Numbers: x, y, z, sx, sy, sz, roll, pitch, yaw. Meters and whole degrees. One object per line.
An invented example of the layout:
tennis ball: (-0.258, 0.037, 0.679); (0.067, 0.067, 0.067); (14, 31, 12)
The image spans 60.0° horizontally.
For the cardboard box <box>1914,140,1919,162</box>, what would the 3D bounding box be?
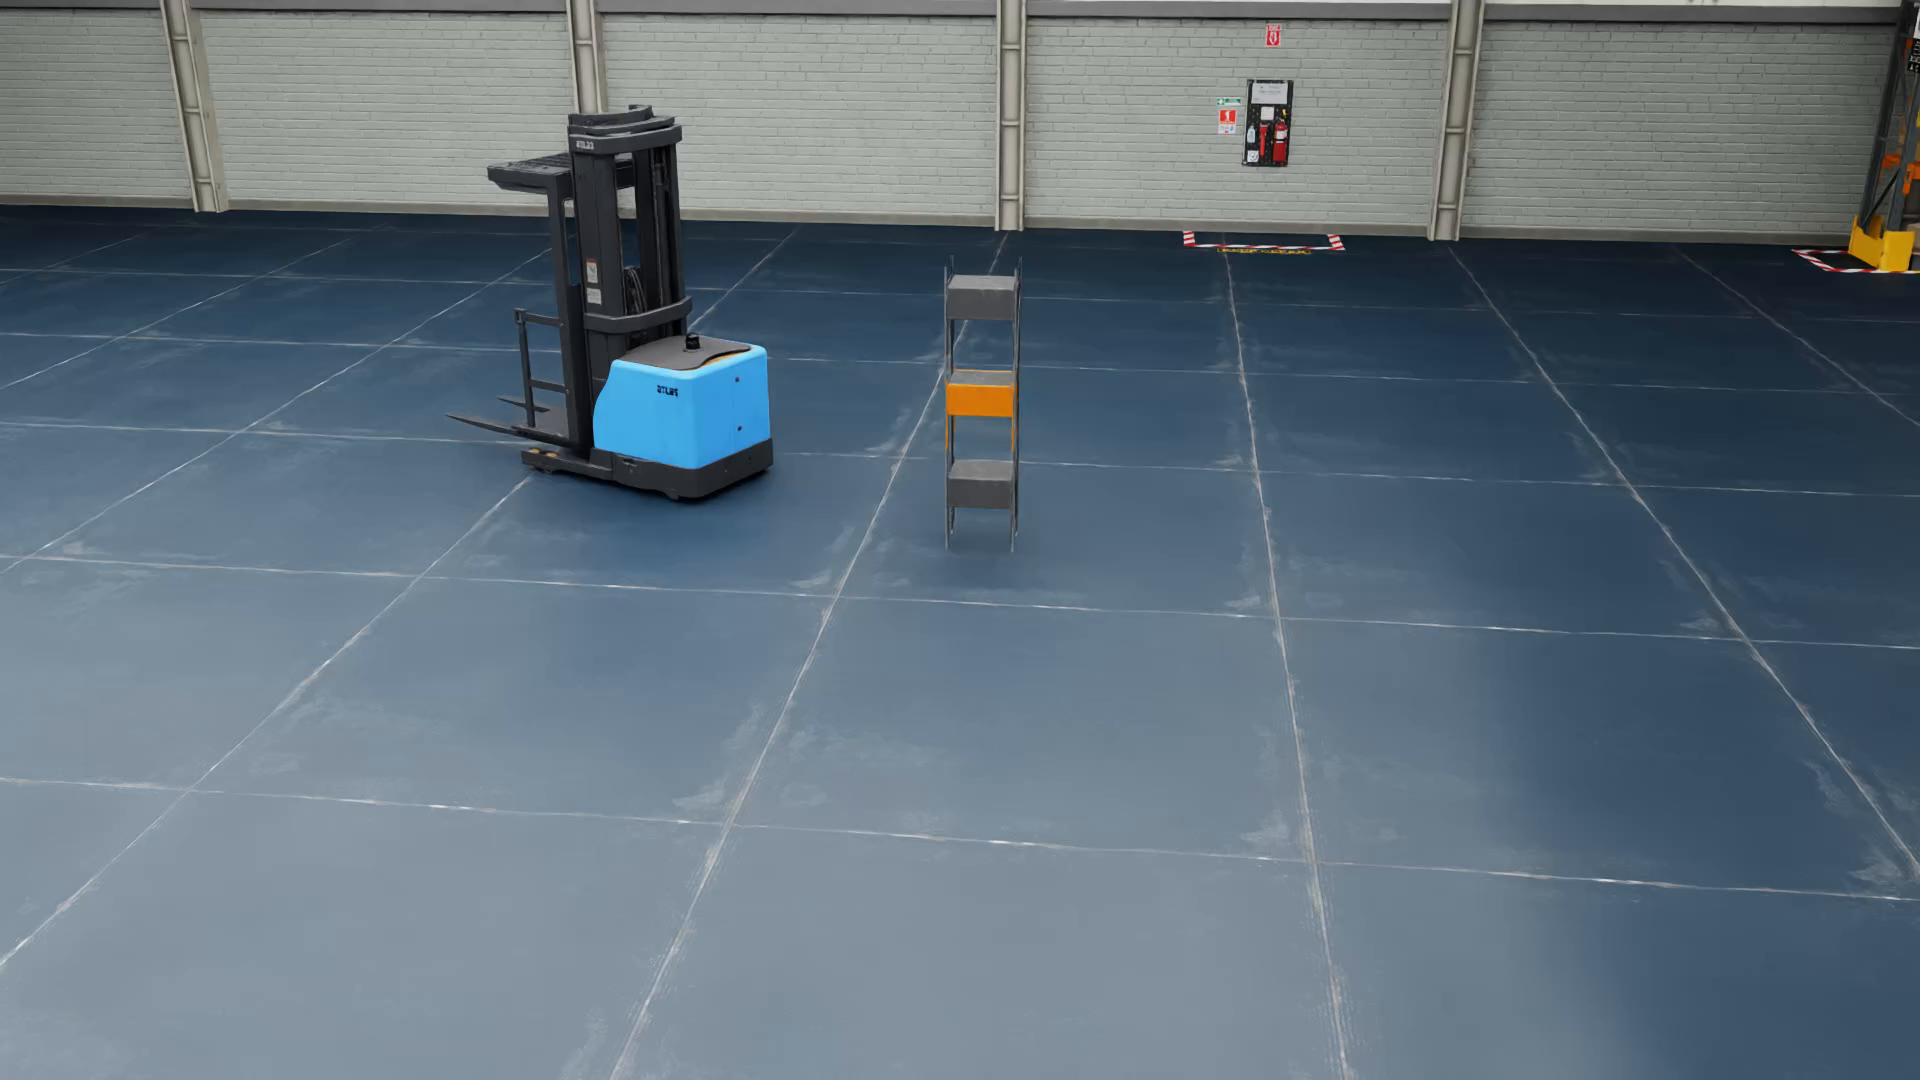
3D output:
cardboard box: (12.274, -4.816, 20.718); (0.500, 0.250, 0.500); (2, 22, 5)

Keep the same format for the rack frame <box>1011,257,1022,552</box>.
rack frame: (0.407, -0.959, 12.009); (0.015, 2.100, 0.400); (2, 22, 6)

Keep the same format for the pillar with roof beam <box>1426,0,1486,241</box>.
pillar with roof beam: (6.159, -6.777, 17.341); (0.400, 9.000, 9.100); (2, 22, 6)

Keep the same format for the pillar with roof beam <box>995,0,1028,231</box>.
pillar with roof beam: (0.200, -7.036, 17.998); (0.400, 9.000, 9.100); (2, 22, 6)

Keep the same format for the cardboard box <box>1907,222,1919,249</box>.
cardboard box: (12.503, -3.905, 21.295); (0.500, 0.311, 0.500); (0, 22, 0)

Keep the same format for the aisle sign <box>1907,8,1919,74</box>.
aisle sign: (11.720, -6.116, 20.294); (0.004, 0.787, 0.394); (2, 22, 6)

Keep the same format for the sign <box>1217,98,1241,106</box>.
sign: (3.682, -6.000, 22.768); (0.331, 0.109, 0.001); (2, 22, 6)

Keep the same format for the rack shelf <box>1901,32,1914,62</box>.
rack shelf: (13.813, -5.987, 20.403); (4.000, 0.370, 1.077); (2, 22, 6)

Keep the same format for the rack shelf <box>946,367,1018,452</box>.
rack shelf: (0.164, -0.957, 12.041); (0.480, 0.518, 0.431); (2, 22, 6)

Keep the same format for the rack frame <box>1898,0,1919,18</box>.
rack frame: (11.827, -7.803, 19.938); (0.127, 3.000, 1.000); (2, 22, 6)

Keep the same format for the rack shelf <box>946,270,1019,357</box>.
rack shelf: (0.164, -1.608, 11.783); (0.480, 0.518, 0.431); (2, 22, 6)

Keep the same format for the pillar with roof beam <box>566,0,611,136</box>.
pillar with roof beam: (-5.758, -7.296, 18.654); (0.400, 9.000, 9.100); (2, 22, 6)

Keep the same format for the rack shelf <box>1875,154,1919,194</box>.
rack shelf: (13.813, -4.592, 20.954); (4.000, 0.370, 1.077); (2, 22, 6)

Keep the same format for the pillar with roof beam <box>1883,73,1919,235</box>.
pillar with roof beam: (12.117, -6.517, 16.684); (0.400, 9.000, 9.100); (2, 22, 6)

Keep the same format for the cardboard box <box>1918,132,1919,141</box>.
cardboard box: (12.265, -5.171, 20.597); (0.500, 0.500, 0.500); (3, 22, 6)

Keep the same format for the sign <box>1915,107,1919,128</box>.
sign: (11.763, -5.218, 20.380); (0.005, 0.325, 0.100); (2, 22, 6)

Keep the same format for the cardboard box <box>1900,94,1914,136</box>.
cardboard box: (12.320, -5.359, 21.071); (0.500, 0.500, 0.500); (2, 22, 6)

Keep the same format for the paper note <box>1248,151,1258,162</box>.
paper note: (4.048, -5.302, 22.970); (0.142, 0.148, 0.016); (2, 22, 6)

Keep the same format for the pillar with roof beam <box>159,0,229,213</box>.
pillar with roof beam: (-11.716, -7.555, 19.311); (0.400, 9.000, 9.100); (2, 22, 6)

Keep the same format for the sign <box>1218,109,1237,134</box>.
sign: (3.679, -5.757, 22.874); (0.234, 0.329, 0.001); (2, 22, 6)

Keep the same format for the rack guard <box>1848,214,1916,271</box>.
rack guard: (11.902, -3.848, 21.492); (0.348, 0.500, 1.175); (2, 22, 6)

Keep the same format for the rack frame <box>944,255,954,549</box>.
rack frame: (-0.078, -0.980, 12.062); (0.015, 2.100, 0.400); (2, 22, 6)

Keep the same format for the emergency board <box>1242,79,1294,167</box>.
emergency board: (4.216, -5.679, 22.725); (0.643, 1.169, 0.194); (2, 22, 6)

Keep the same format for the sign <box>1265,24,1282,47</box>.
sign: (4.219, -6.794, 22.392); (0.199, 0.298, 0.001); (2, 22, 6)

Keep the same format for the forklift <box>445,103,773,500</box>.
forklift: (-3.076, -2.072, 13.695); (3.031, 2.935, 1.130); (13, 25, 30)

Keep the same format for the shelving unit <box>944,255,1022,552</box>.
shelving unit: (0.164, -0.969, 12.036); (0.503, 2.100, 0.431); (2, 22, 6)

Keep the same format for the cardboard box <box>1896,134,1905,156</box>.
cardboard box: (12.314, -5.003, 21.192); (0.500, 0.250, 0.500); (3, 22, 7)

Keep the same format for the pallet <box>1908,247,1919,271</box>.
pallet: (12.705, -3.665, 21.423); (1.213, 0.211, 1.003); (2, 22, 6)

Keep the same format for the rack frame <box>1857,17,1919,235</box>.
rack frame: (11.827, -5.013, 21.041); (0.127, 3.000, 1.000); (2, 22, 6)

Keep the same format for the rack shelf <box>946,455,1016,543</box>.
rack shelf: (0.164, -0.306, 12.298); (0.480, 0.518, 0.431); (2, 22, 6)
